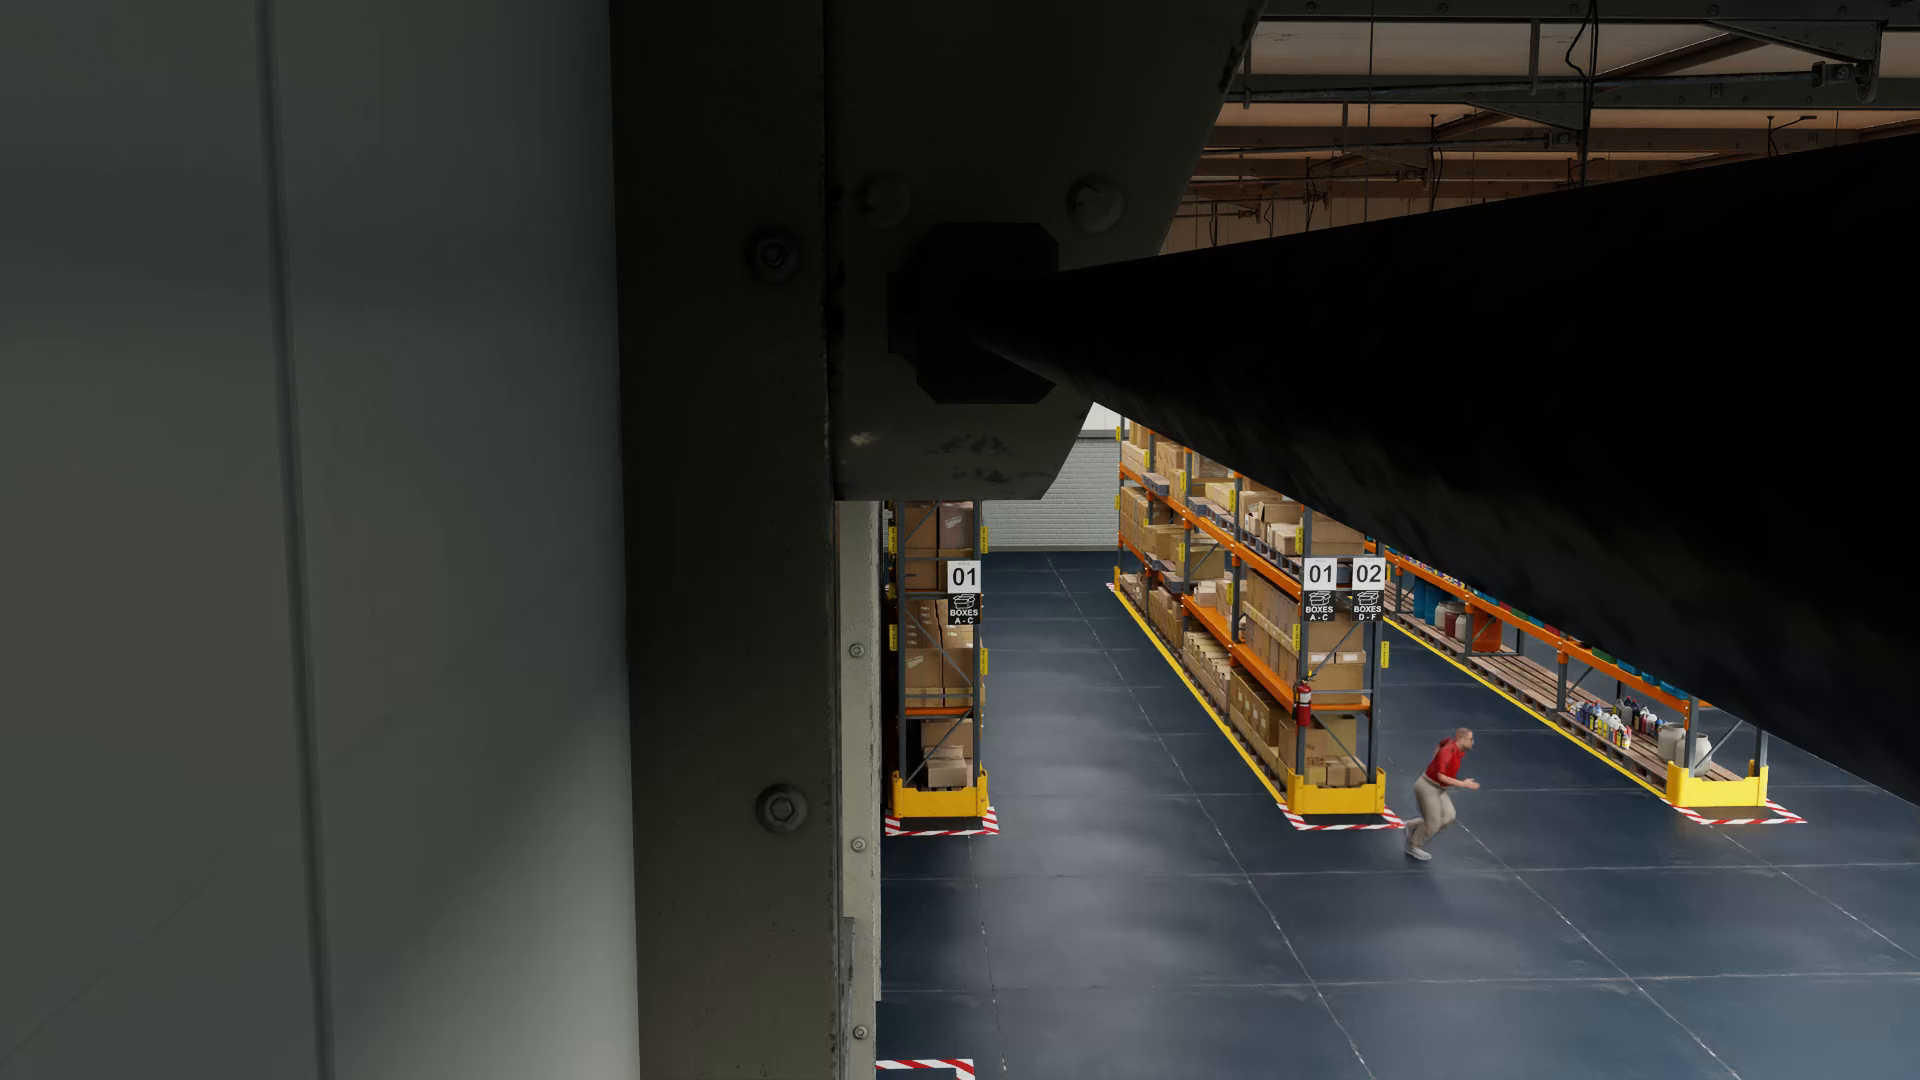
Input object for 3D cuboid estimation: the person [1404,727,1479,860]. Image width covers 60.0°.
[{"bbox_3d":[5.487,2.860,18.889,0.841,1.567,0.687,5,9,29],"label":"person"}]
